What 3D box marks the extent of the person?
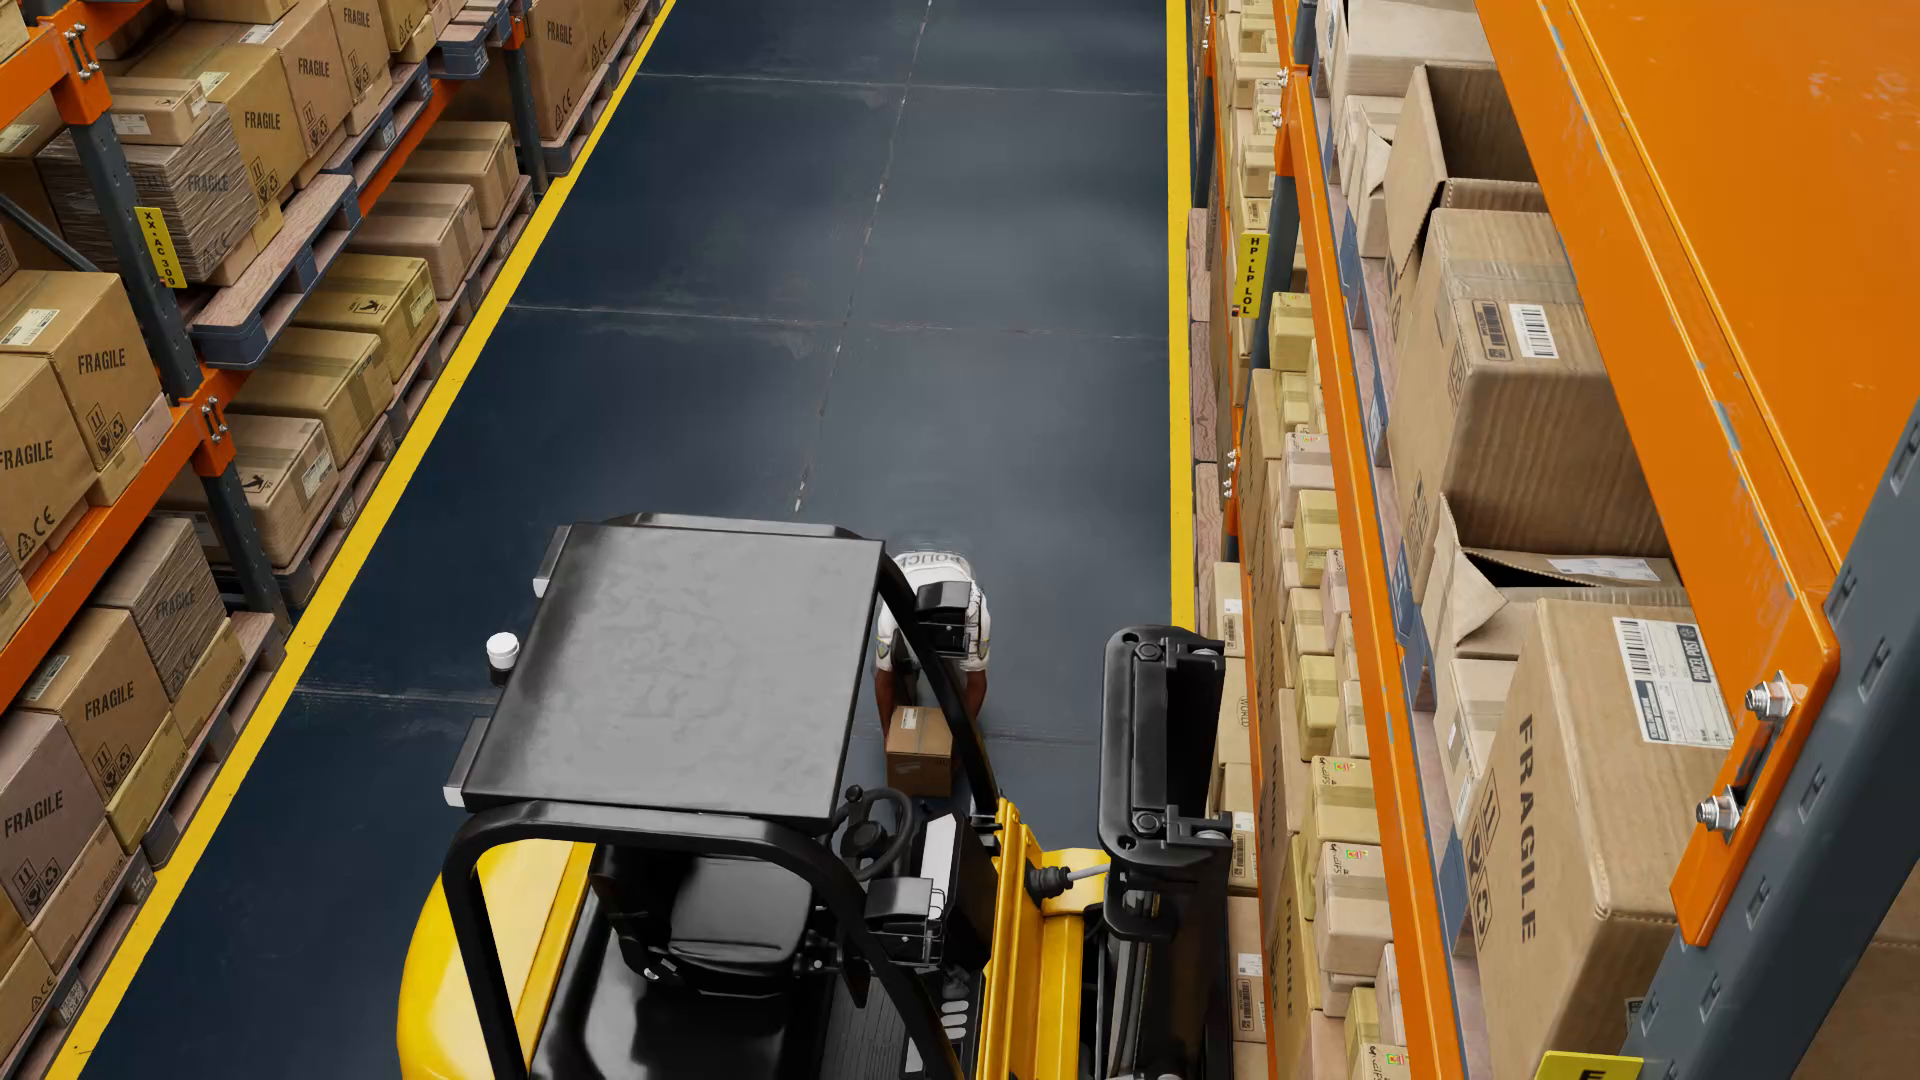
[{"bbox_3d":[-0.112,0.397,6.587,0.475,0.888,0.865,3,40,4],"label":"person"}]
